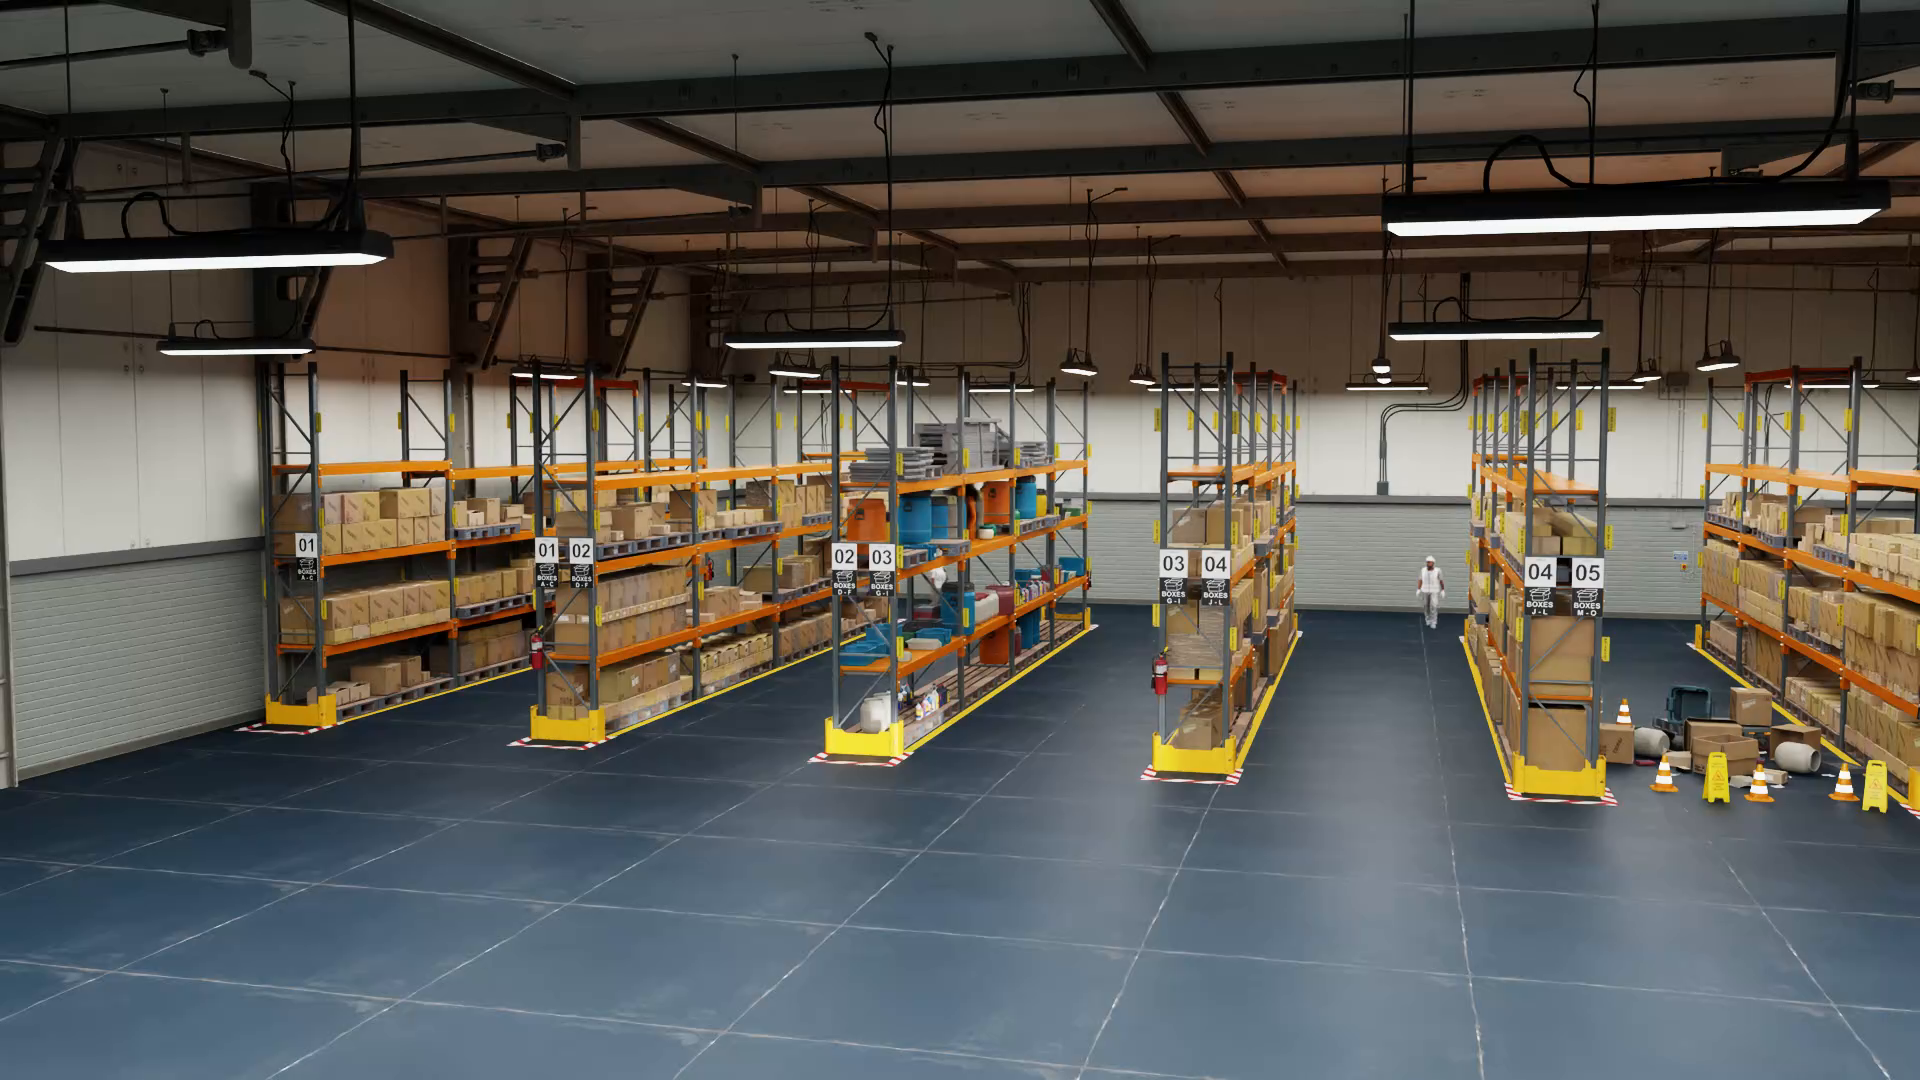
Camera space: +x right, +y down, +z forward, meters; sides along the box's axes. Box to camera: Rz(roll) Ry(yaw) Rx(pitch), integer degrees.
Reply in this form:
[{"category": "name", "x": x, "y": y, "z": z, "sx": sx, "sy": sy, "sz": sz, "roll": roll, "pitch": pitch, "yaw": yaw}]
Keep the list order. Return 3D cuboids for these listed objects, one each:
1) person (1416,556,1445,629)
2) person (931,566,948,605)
[{"category": "person", "x": 11.459, "y": 1.259, "z": 40.492, "sx": 0.655, "sy": 1.719, "sz": 1.031, "roll": 2, "pitch": 4, "yaw": 21}, {"category": "person", "x": -0.445, "y": 1.222, "z": 41.909, "sx": 0.871, "sy": 1.650, "sz": 0.513, "roll": 4, "pitch": 6, "yaw": 43}]
